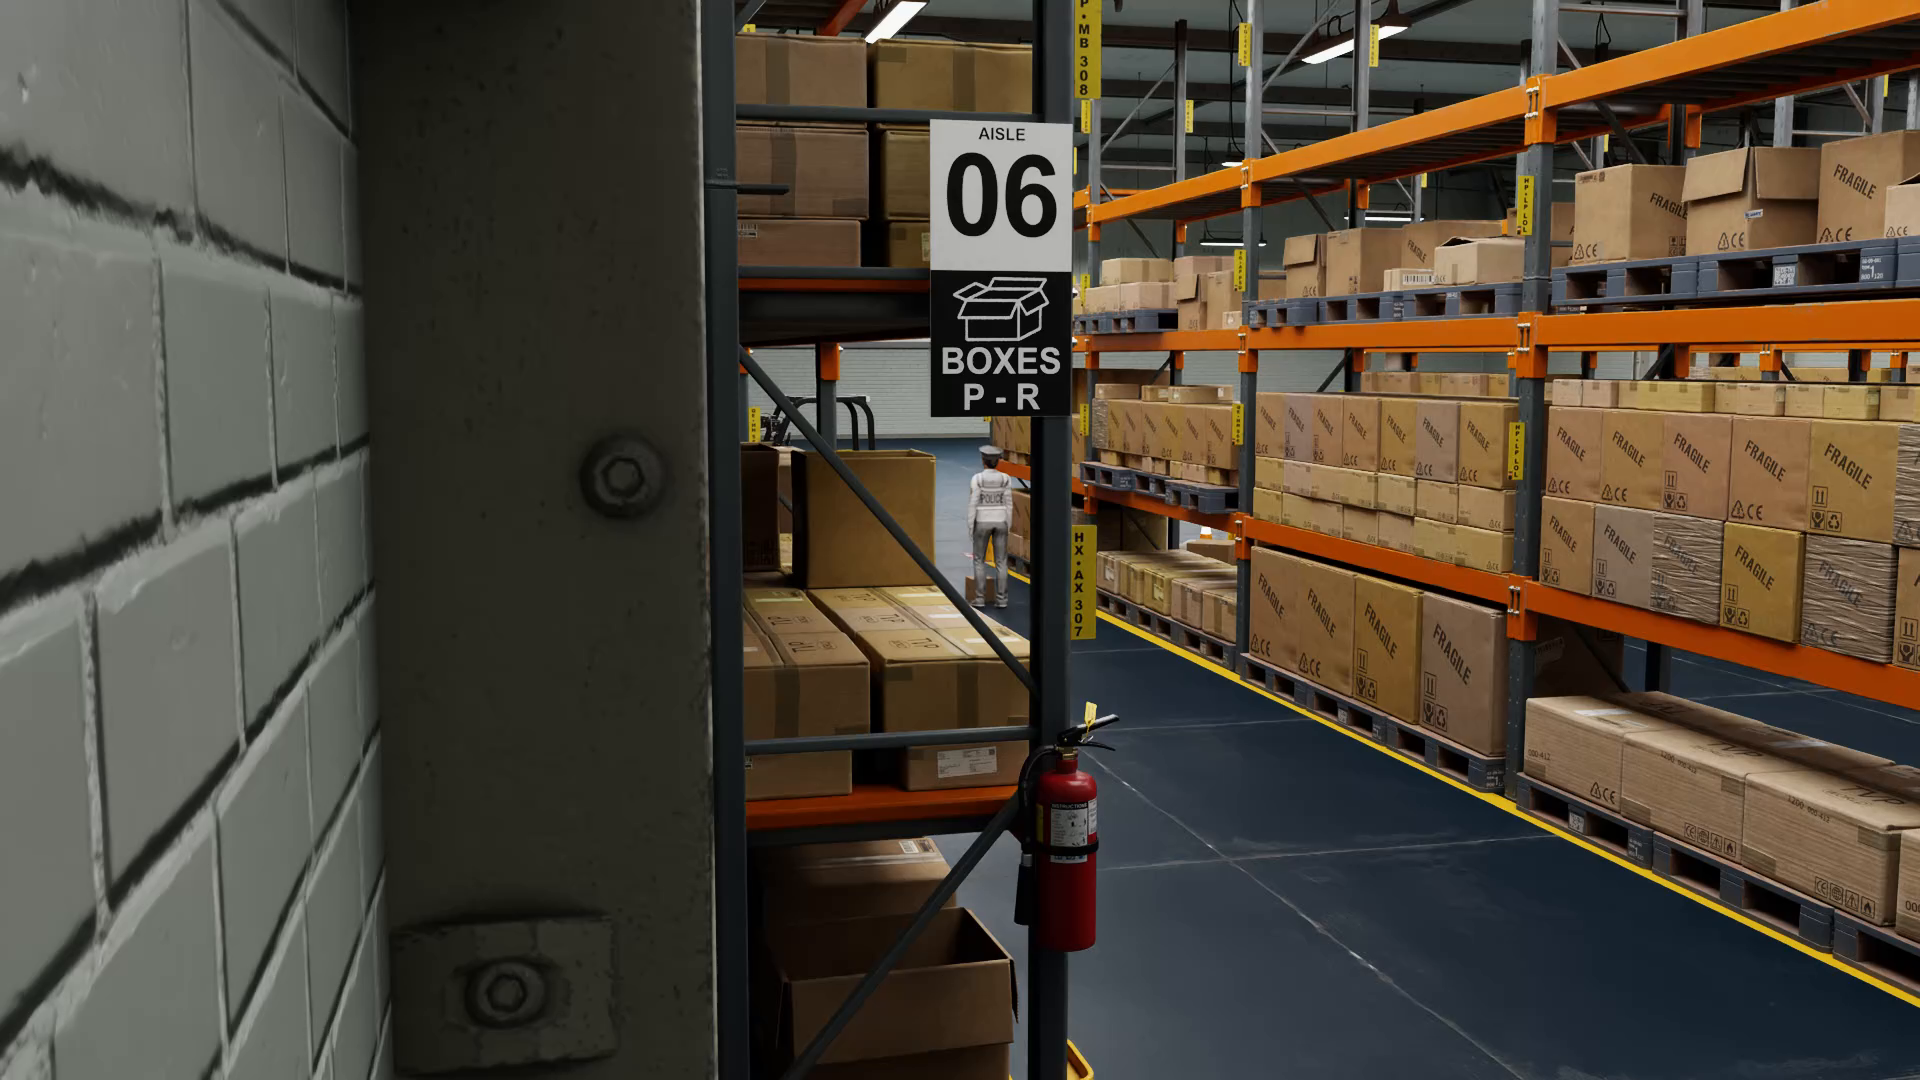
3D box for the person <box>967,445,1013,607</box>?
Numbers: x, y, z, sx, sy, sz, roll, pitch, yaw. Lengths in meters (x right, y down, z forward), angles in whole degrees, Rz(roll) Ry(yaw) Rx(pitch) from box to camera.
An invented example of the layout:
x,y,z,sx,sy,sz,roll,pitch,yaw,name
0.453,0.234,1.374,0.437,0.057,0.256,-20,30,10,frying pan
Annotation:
x,y,z,sx,sy,sz,roll,pitch,yaw,name
0.302,-0.137,17.179,0.472,1.683,0.350,-1,6,-12,person
